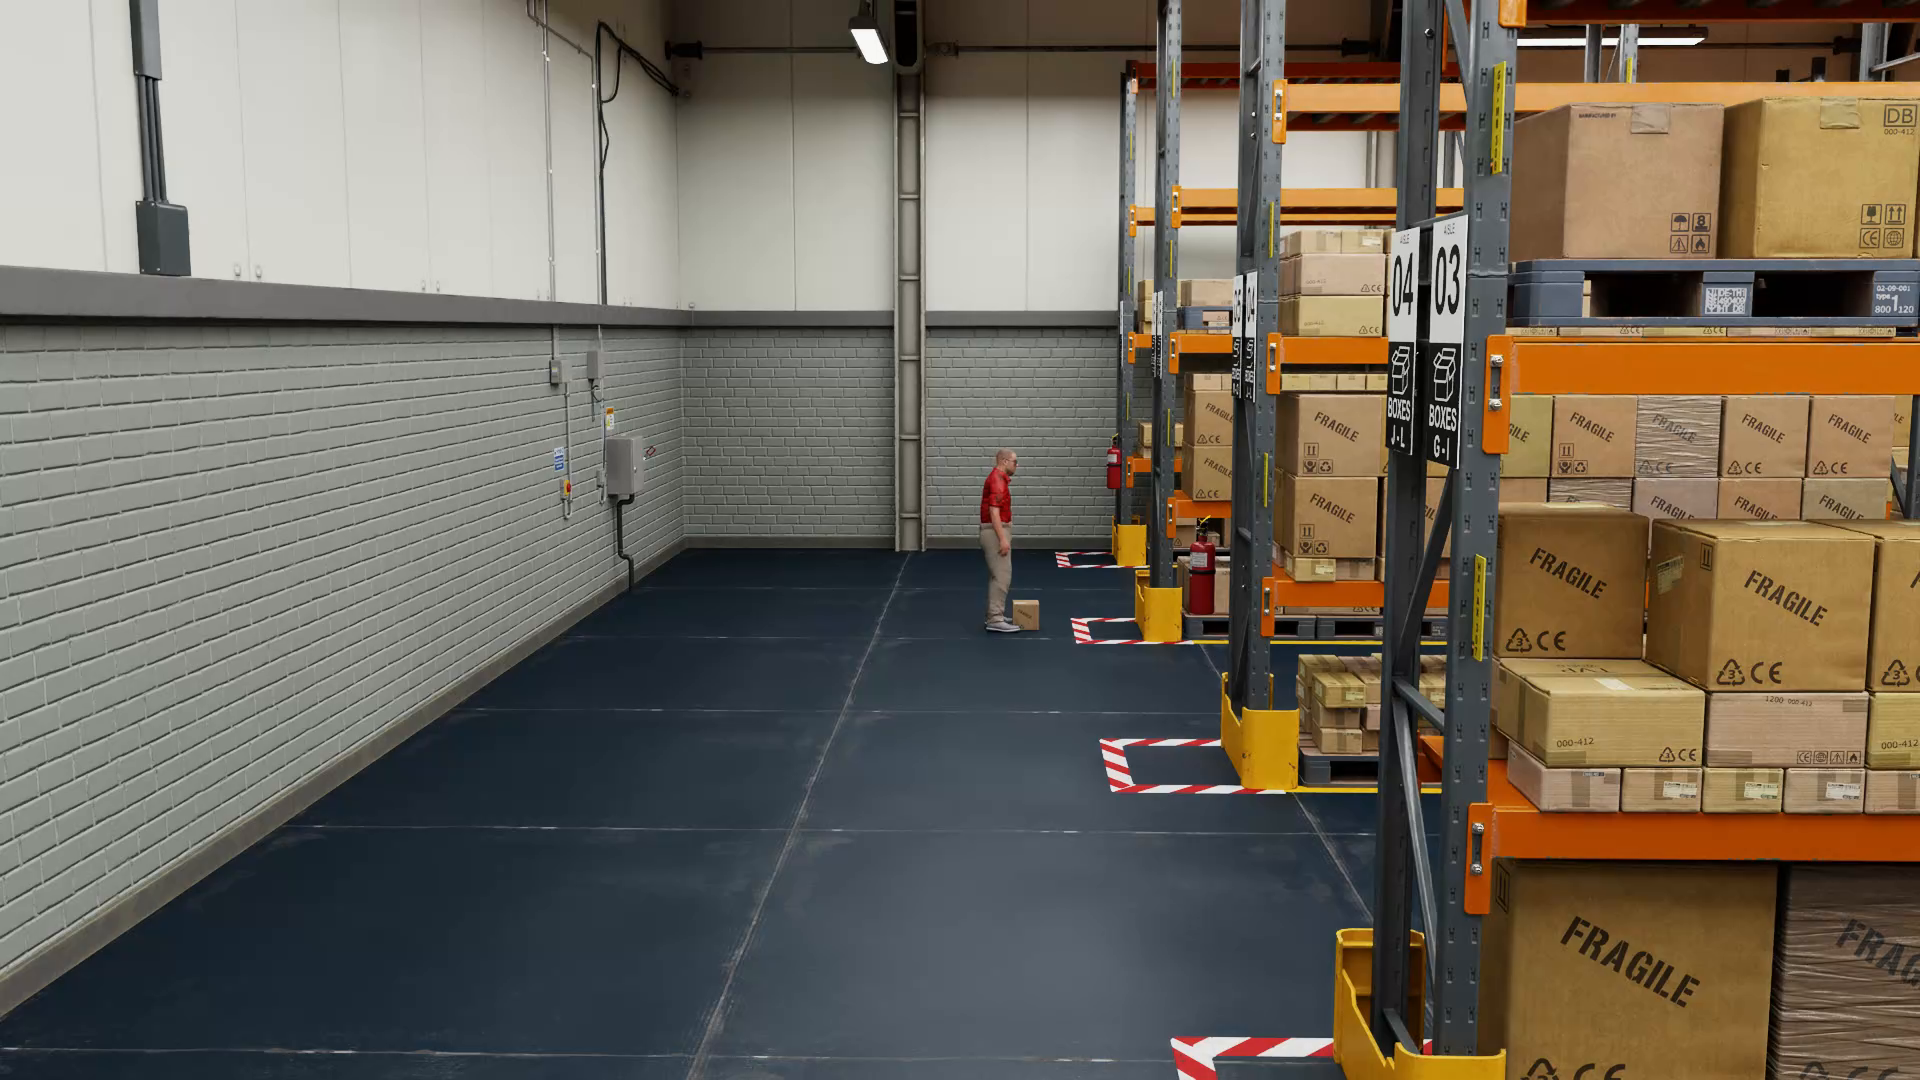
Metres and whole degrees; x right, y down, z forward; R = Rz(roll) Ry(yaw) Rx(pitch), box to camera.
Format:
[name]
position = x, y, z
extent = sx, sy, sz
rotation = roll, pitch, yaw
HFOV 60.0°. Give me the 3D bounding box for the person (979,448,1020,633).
[person]
position = 0.381, -0.012, 15.913
extent = 0.392, 1.727, 0.585
rotation = 0, 7, 1
